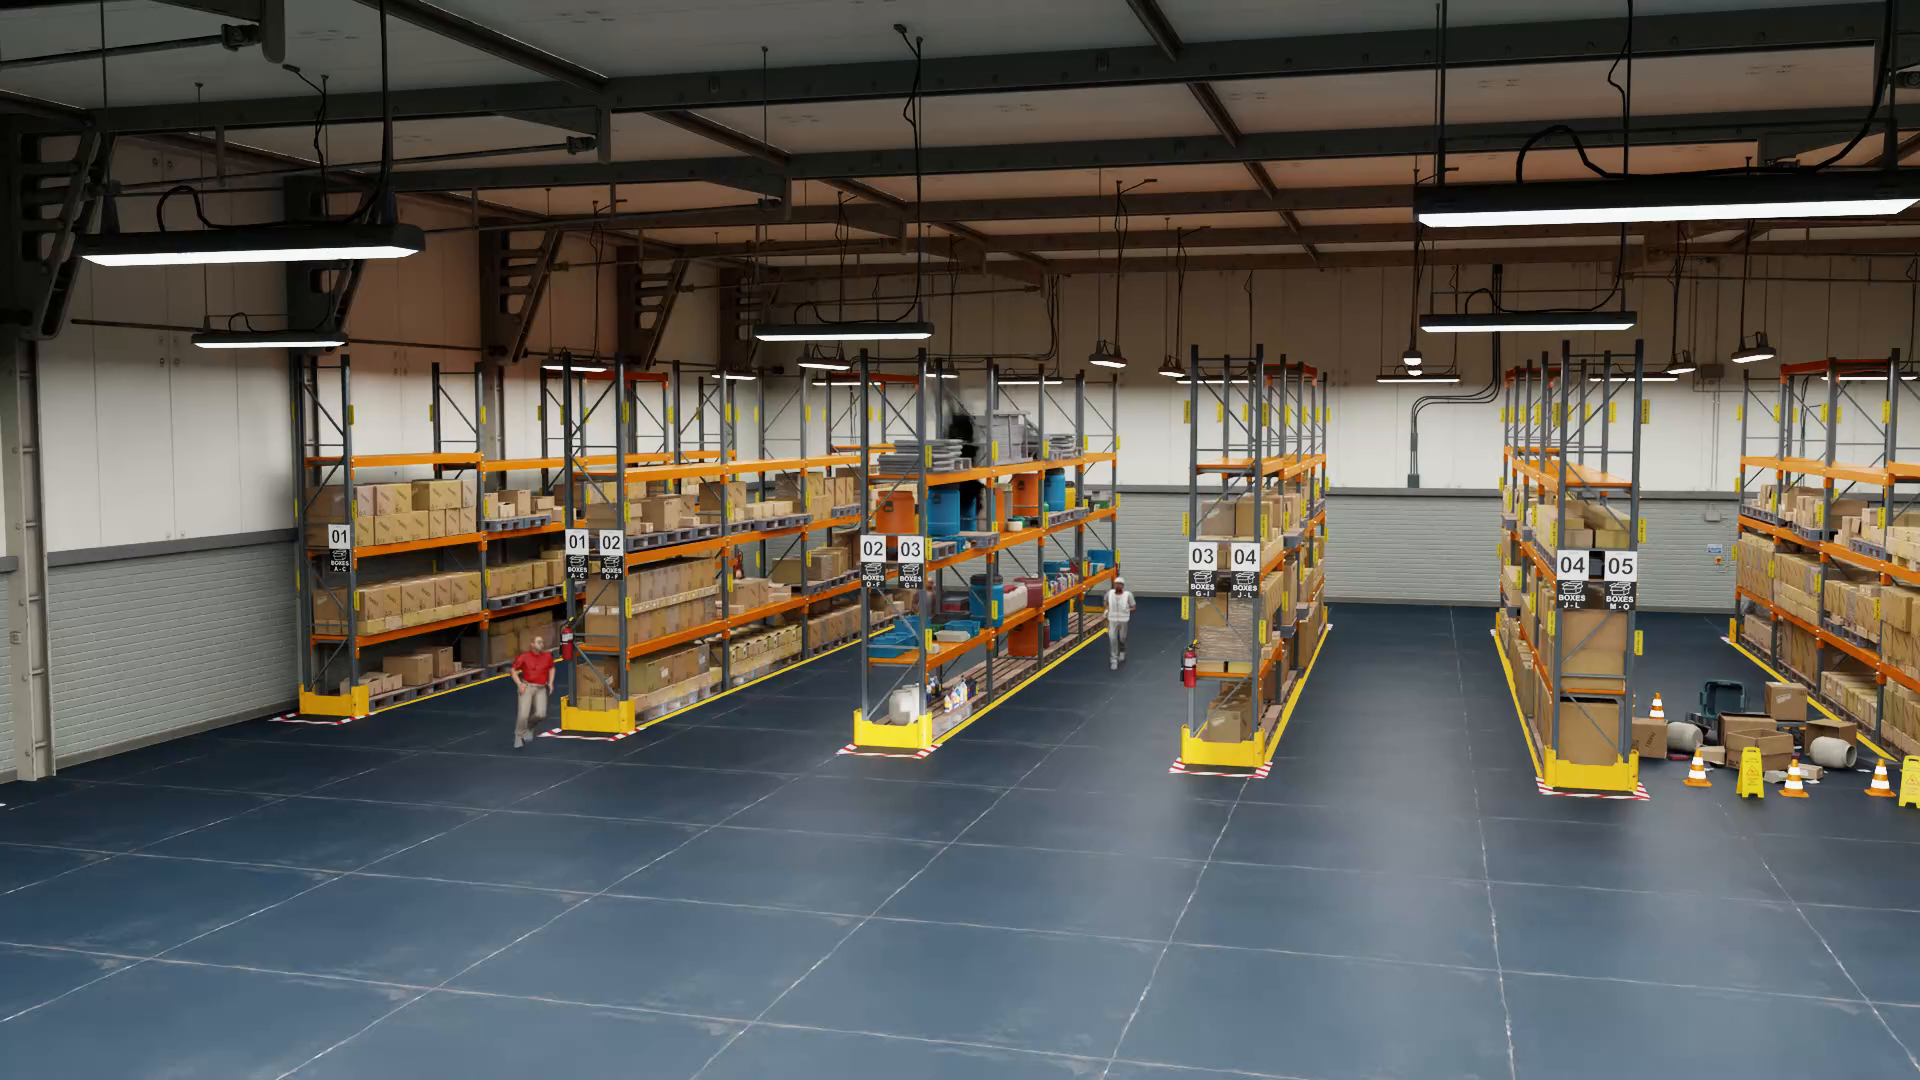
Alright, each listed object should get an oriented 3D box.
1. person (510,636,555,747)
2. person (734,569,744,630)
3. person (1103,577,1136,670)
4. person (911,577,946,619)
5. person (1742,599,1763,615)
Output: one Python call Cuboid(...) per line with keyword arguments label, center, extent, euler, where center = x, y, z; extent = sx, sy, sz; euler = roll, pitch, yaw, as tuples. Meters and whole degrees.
Cuboid(label="person", center=(-6.442, 2.285, 25.222), extent=(0.717, 1.664, 0.525), euler=(-2, 5, -30))
Cuboid(label="person", center=(-4.837, 1.442, 36.611), extent=(0.588, 1.628, 0.758), euler=(1, 4, 11))
Cuboid(label="person", center=(3.151, 1.625, 32.988), extent=(0.681, 1.794, 0.990), euler=(1, 4, 10))
Cuboid(label="person", center=(-0.613, 1.599, 33.205), extent=(0.733, 1.739, 0.944), euler=(0, 4, 6))
Cuboid(label="person", center=(18.071, 1.370, 37.759), extent=(0.662, 1.592, 0.506), euler=(0, 4, 2))
